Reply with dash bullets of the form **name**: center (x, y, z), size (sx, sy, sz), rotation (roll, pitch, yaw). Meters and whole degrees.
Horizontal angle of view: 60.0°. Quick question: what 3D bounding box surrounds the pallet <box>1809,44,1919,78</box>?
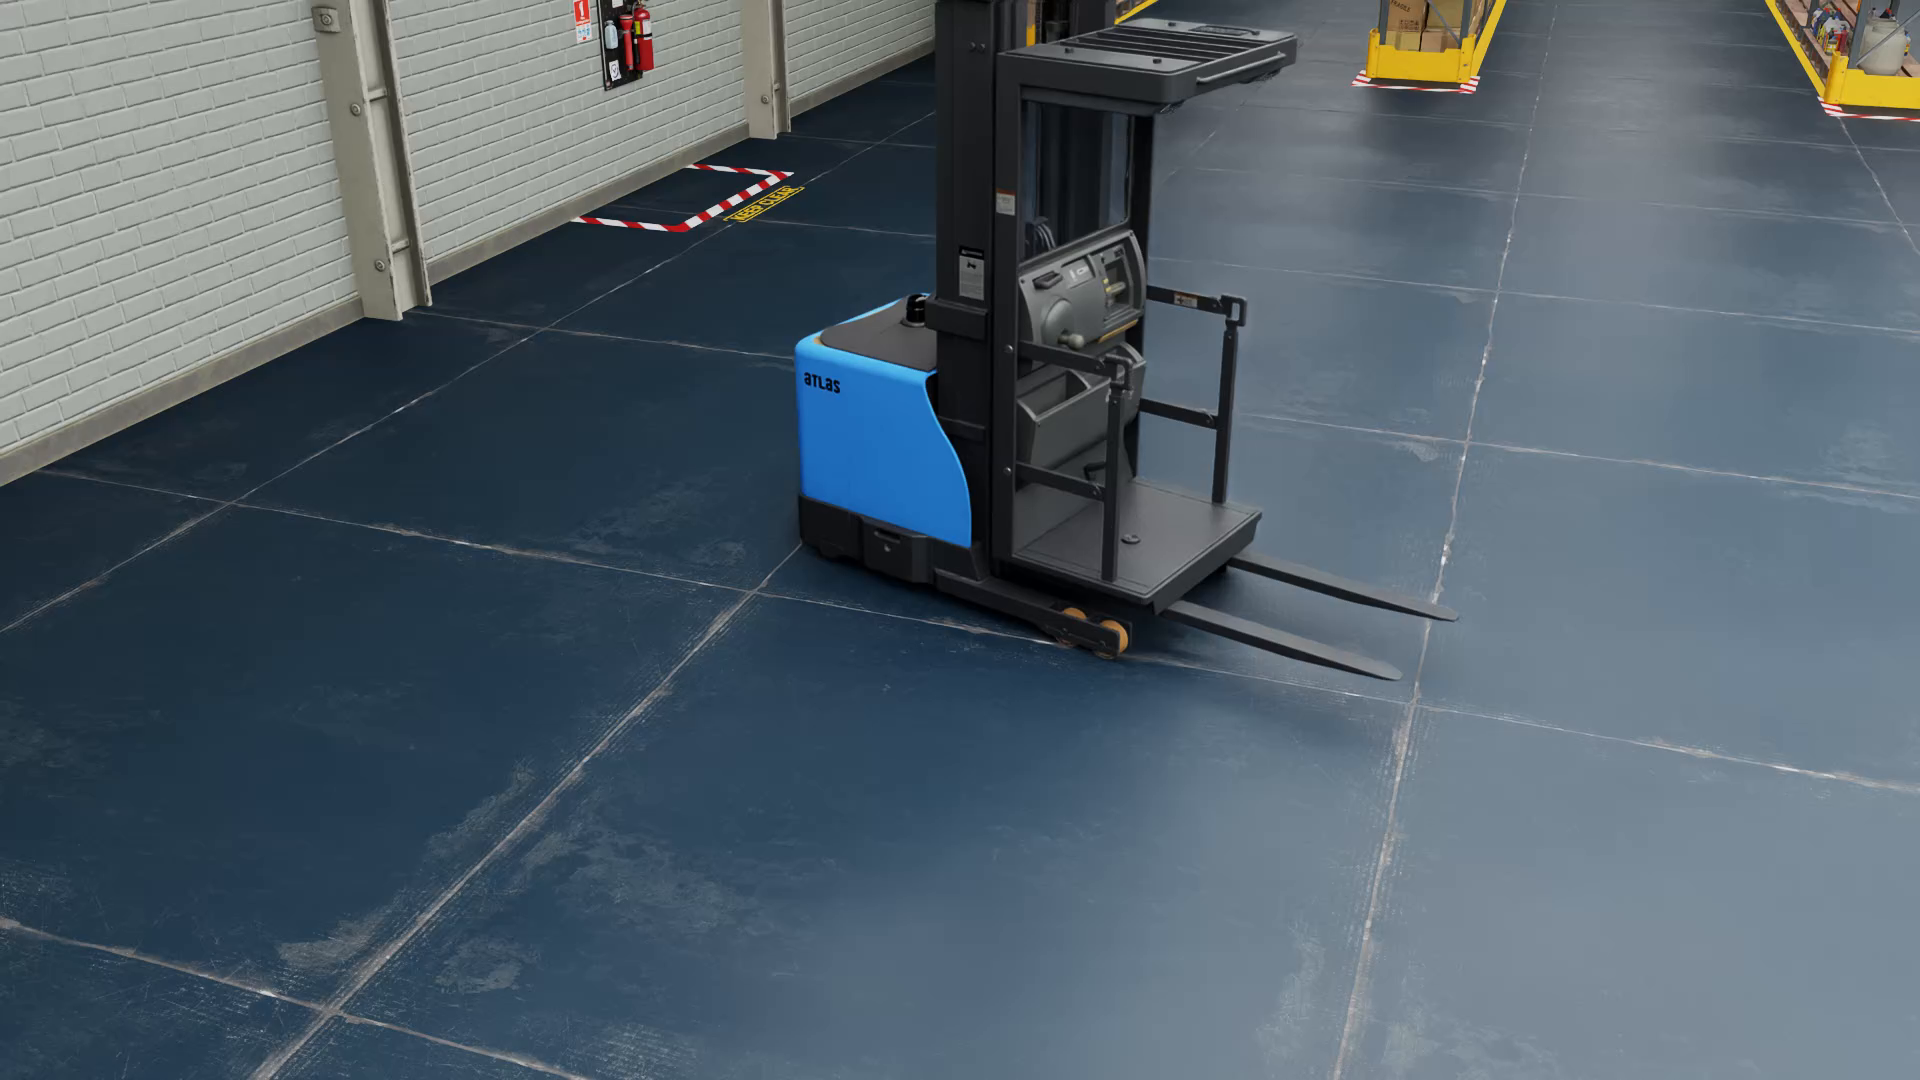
- **pallet**: center (10.673, -5.644, 19.665), size (1.003, 0.211, 1.213), rotation (9, 27, 17)

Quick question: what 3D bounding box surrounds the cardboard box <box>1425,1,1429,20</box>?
- **cardboard box**: center (5.556, -6.714, 20.487), size (0.500, 0.500, 0.500), rotation (9, 27, 17)

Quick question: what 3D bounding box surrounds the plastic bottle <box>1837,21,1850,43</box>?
- **plastic bottle**: center (10.624, -6.109, 20.047), size (0.152, 0.276, 0.135), rotation (9, 27, 17)

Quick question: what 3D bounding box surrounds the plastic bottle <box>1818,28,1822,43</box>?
- **plastic bottle**: center (10.501, -6.149, 20.213), size (0.097, 0.201, 0.097), rotation (0, 26, 0)

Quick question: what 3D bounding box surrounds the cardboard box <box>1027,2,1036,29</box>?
- **cardboard box**: center (0.982, -6.724, 21.276), size (0.500, 0.311, 0.500), rotation (6, 26, 12)

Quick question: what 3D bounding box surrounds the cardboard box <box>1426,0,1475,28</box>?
- **cardboard box**: center (5.892, -6.431, 19.903), size (0.500, 0.500, 0.500), rotation (9, 27, 17)

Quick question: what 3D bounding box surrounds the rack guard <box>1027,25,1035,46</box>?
- **rack guard**: center (0.692, -6.371, 20.835), size (1.175, 0.500, 0.348), rotation (9, 27, 17)

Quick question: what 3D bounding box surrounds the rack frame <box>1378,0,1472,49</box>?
- **rack frame**: center (5.339, -6.748, 18.745), size (1.000, 3.000, 0.127), rotation (9, 27, 17)

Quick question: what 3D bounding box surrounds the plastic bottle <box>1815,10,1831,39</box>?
- **plastic bottle**: center (10.618, -6.329, 20.414), size (0.144, 0.351, 0.185), rotation (8, 27, 15)

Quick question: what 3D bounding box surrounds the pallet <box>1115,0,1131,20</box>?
- **pallet**: center (1.808, -7.573, 23.648), size (1.003, 0.211, 1.213), rotation (9, 27, 17)

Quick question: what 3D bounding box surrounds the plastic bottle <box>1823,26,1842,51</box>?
- **plastic bottle**: center (10.317, -5.918, 19.652), size (0.152, 0.276, 0.135), rotation (9, 27, 18)

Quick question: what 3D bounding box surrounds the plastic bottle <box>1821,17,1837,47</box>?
- **plastic bottle**: center (10.414, -6.078, 19.895), size (0.144, 0.351, 0.185), rotation (10, 28, 20)

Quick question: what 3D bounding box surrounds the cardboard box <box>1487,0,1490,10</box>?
- **cardboard box**: center (7.038, -7.473, 22.916), size (0.500, 0.250, 0.500), rotation (8, 27, 16)

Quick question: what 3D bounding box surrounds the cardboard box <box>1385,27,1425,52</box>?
- **cardboard box**: center (5.239, -5.963, 19.797), size (0.500, 0.250, 0.500), rotation (9, 27, 17)

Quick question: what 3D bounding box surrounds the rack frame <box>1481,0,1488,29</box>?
- **rack frame**: center (6.670, -8.392, 22.140), size (1.000, 3.000, 0.127), rotation (9, 27, 17)

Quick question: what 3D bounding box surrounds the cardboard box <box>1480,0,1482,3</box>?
- **cardboard box**: center (6.545, -7.255, 21.605), size (0.500, 0.500, 0.500), rotation (9, 27, 17)

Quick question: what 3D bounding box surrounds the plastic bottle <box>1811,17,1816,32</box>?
- **plastic bottle**: center (10.787, -6.502, 20.942), size (0.097, 0.201, 0.097), rotation (0, 26, 0)

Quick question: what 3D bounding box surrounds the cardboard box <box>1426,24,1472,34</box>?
- **cardboard box**: center (5.891, -6.094, 20.067), size (0.500, 0.250, 0.500), rotation (9, 27, 17)

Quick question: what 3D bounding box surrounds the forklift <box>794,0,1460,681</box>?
- **forklift**: center (0.708, -1.067, 7.089), size (3.031, 2.935, 1.130), rotation (17, 31, 32)

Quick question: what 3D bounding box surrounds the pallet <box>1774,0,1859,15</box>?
- **pallet**: center (12.377, -7.748, 24.011), size (1.003, 0.211, 1.213), rotation (9, 27, 17)

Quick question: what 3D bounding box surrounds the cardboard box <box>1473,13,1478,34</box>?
- **cardboard box**: center (6.228, -6.504, 20.914), size (0.500, 0.250, 0.500), rotation (9, 27, 17)

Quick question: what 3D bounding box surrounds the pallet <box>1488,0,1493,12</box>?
- **pallet**: center (7.283, -7.948, 24.424), size (1.003, 0.211, 1.213), rotation (9, 27, 17)

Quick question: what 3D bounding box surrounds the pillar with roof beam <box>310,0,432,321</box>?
- **pillar with roof beam**: center (0.150, -5.023, 8.297), size (9.100, 9.000, 0.400), rotation (9, 27, 17)

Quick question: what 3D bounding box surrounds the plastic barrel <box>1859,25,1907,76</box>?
- **plastic barrel**: center (10.156, -5.379, 18.291), size (0.421, 0.512, 0.421), rotation (0, 26, 0)

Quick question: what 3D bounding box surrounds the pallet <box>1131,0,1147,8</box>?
- **pallet**: center (2.256, -8.174, 24.890), size (1.003, 0.211, 1.213), rotation (9, 27, 17)

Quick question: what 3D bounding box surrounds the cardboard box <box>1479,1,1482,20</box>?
- **cardboard box**: center (6.547, -6.917, 21.768), size (0.500, 0.250, 0.500), rotation (9, 27, 17)

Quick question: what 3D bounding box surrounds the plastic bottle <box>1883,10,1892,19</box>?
- **plastic bottle**: center (11.334, -6.293, 20.339), size (0.144, 0.351, 0.185), rotation (7, 27, 15)

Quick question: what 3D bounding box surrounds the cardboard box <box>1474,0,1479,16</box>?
- **cardboard box**: center (6.229, -6.841, 20.751), size (0.500, 0.500, 0.500), rotation (9, 27, 17)

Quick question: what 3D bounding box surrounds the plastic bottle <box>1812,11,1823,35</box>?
- **plastic bottle**: center (10.739, -6.440, 20.730), size (0.152, 0.276, 0.135), rotation (10, 27, 19)

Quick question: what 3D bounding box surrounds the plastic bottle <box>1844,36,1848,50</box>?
- **plastic bottle**: center (10.487, -5.931, 19.765), size (0.097, 0.201, 0.097), rotation (0, 26, 0)

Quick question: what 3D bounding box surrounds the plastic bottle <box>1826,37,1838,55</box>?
- **plastic bottle**: center (10.207, -5.785, 19.463), size (0.097, 0.201, 0.097), rotation (0, 26, 0)

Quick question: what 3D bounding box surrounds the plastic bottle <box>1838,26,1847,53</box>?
- **plastic bottle**: center (10.417, -5.907, 19.619), size (0.061, 0.283, 0.133), rotation (9, 27, 17)

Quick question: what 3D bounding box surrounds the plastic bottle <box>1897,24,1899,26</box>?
- **plastic bottle**: center (11.169, -6.060, 19.945), size (0.152, 0.276, 0.135), rotation (9, 27, 18)

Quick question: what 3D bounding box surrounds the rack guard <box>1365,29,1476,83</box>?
- **rack guard**: center (5.331, -5.613, 19.270), size (1.175, 0.500, 0.348), rotation (9, 27, 17)

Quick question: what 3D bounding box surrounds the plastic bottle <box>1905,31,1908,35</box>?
- **plastic bottle**: center (10.999, -5.794, 19.387), size (0.061, 0.283, 0.133), rotation (9, 27, 18)

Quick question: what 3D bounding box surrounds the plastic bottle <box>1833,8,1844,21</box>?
- **plastic bottle**: center (10.816, -6.385, 20.531), size (0.144, 0.351, 0.185), rotation (9, 27, 17)

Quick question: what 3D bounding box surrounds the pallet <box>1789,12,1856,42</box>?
- **pallet**: center (11.565, -6.745, 21.940), size (1.003, 0.211, 1.213), rotation (9, 27, 17)

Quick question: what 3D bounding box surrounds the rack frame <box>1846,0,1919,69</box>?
- **rack frame**: center (10.009, -6.028, 17.259), size (1.000, 3.000, 0.127), rotation (9, 27, 17)
